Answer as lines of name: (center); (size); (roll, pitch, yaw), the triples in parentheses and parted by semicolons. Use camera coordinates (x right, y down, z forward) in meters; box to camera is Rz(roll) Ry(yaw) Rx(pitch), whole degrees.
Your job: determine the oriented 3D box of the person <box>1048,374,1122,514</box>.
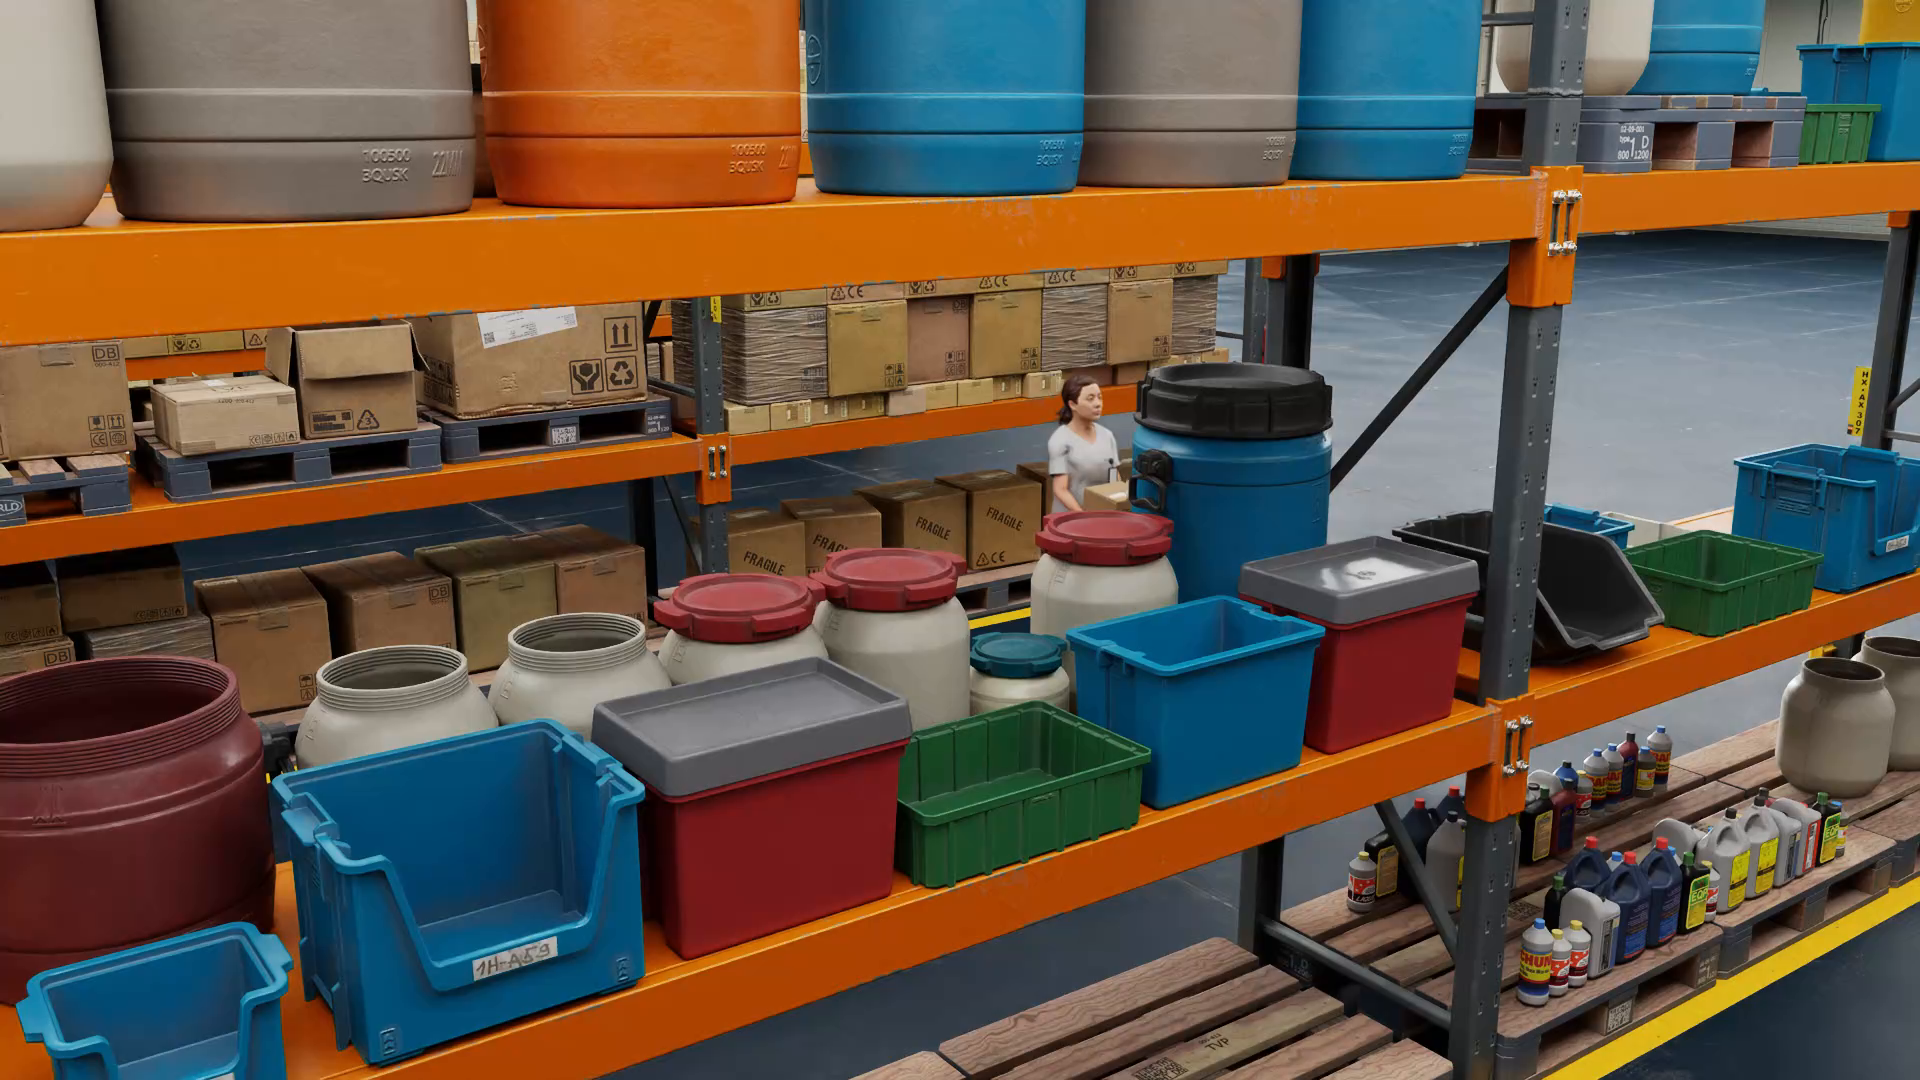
person: (0.680, -0.014, 8.569); (0.454, 1.670, 0.533); (-10, 18, -35)
